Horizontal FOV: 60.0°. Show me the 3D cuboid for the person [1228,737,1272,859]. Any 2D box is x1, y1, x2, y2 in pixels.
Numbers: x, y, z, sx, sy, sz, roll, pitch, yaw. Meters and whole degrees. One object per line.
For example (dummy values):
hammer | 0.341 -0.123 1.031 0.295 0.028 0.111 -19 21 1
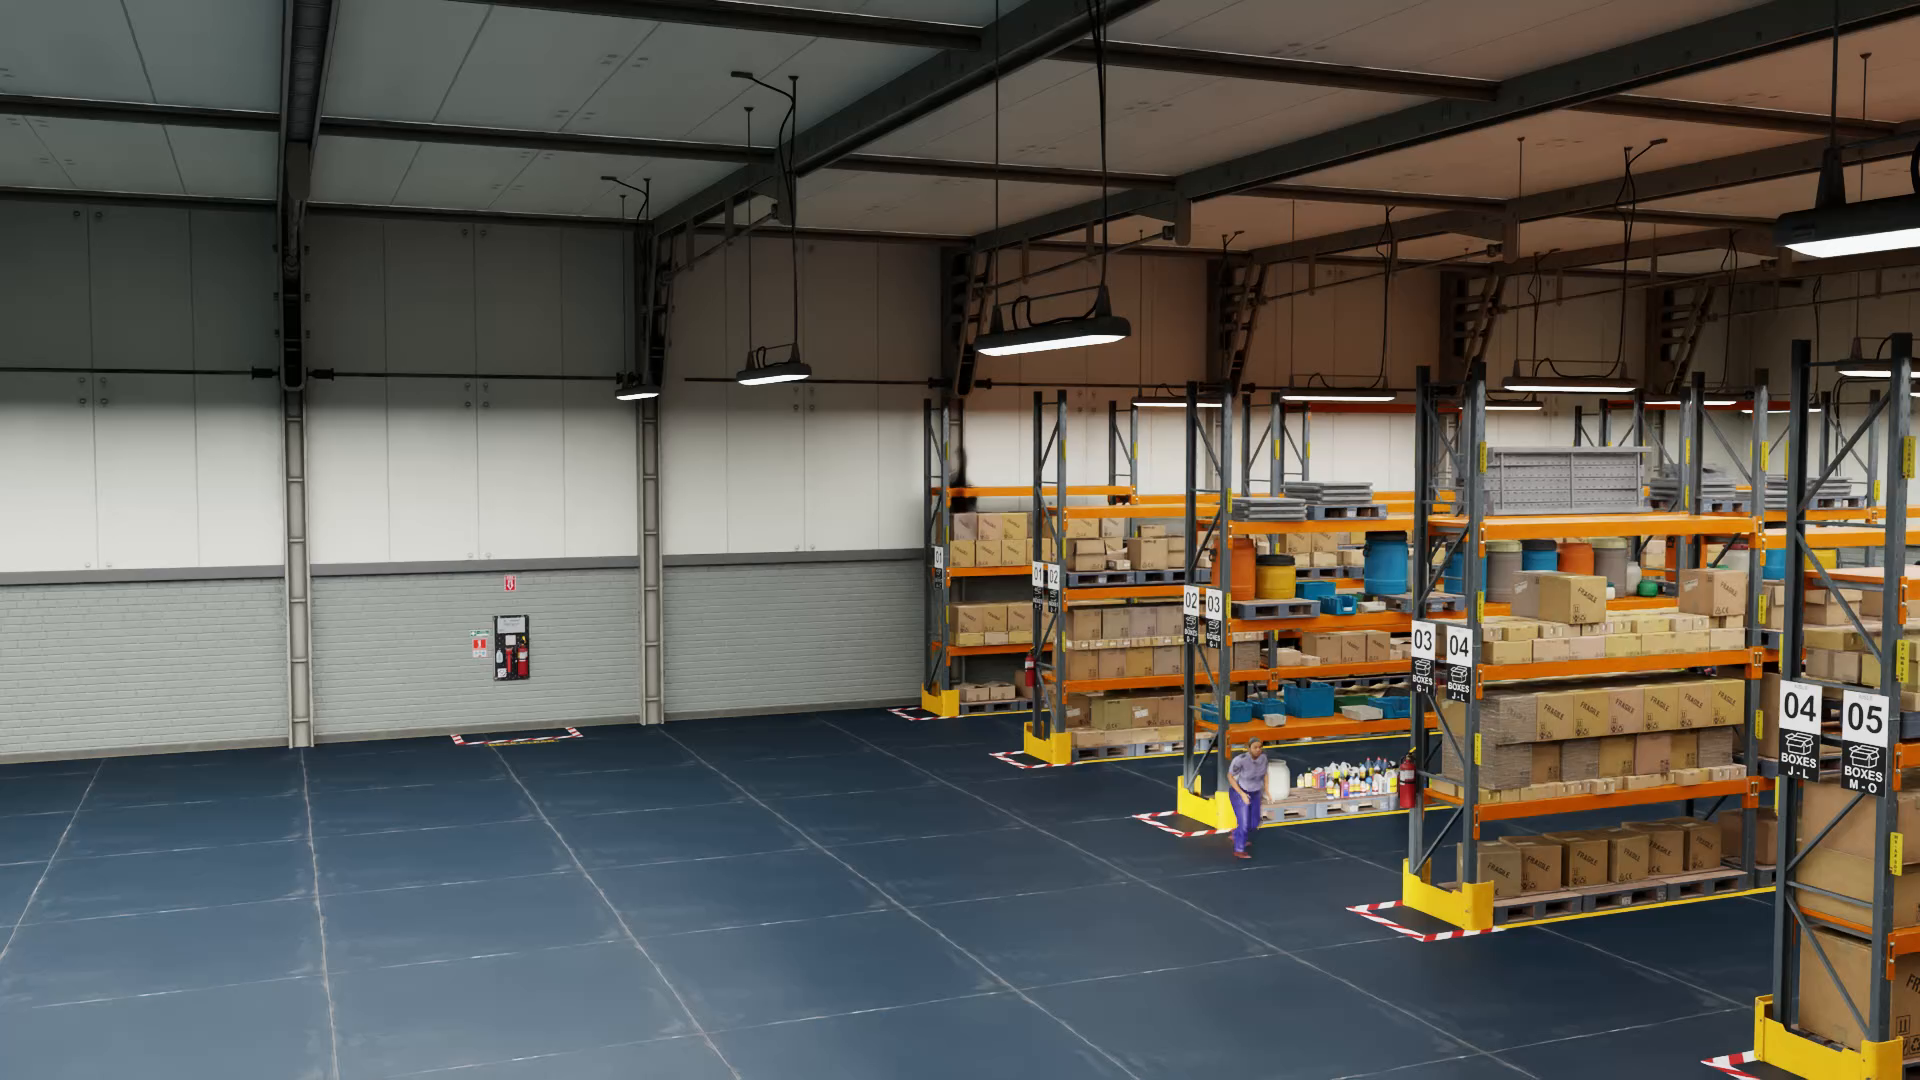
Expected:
person | 3.536 3.172 20.717 0.619 1.552 0.790 -2 4 -29
